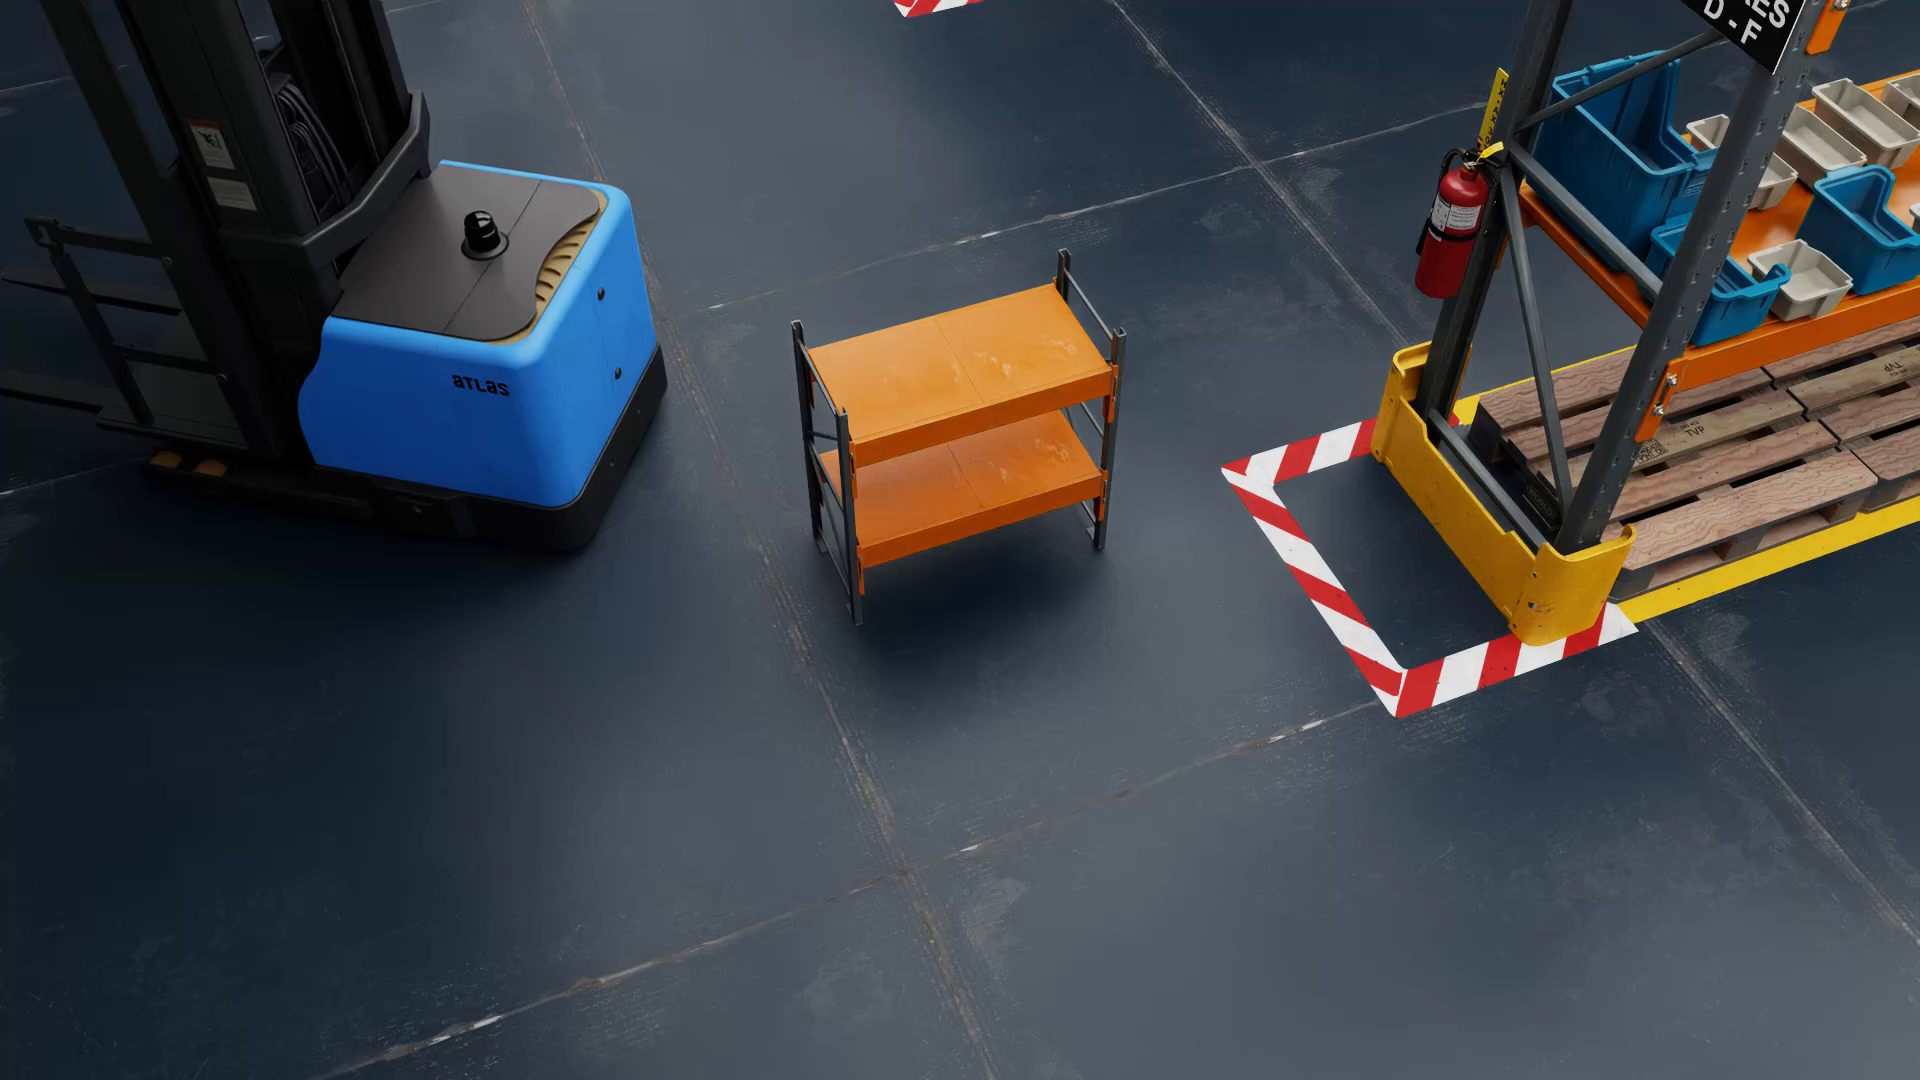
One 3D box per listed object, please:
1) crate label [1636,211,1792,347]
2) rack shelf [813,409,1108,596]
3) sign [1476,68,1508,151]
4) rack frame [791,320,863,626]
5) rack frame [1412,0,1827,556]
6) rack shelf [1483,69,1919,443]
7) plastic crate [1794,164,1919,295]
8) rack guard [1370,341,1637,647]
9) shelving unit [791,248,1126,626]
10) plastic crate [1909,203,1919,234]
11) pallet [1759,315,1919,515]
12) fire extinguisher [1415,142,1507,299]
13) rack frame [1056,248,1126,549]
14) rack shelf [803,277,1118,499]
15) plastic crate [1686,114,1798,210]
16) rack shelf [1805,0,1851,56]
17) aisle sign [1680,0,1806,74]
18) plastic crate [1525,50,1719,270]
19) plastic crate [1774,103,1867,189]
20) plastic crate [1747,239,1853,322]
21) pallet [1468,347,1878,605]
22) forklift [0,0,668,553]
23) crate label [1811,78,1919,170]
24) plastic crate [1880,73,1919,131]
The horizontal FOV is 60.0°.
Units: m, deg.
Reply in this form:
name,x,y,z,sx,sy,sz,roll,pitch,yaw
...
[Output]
name,x,y,z,sx,sy,sz,roll,pitch,yaw
crate label,2.435,-0.842,5.408,0.303,0.233,0.416,-17,52,-14
rack shelf,-0.006,-0.205,6.348,1.000,0.278,0.538,-17,52,-14
sign,1.859,-1.473,5.771,0.005,0.325,0.100,-17,52,-14
rack frame,-0.477,-0.219,6.037,0.032,1.125,0.500,-17,52,-14
rack frame,2.082,-1.038,5.505,0.127,3.000,1.000,-17,52,-14
rack shelf,3.933,-1.377,6.270,4.000,0.370,1.077,-17,52,-14
plastic crate,3.044,-1.031,5.570,0.300,0.233,0.416,-17,52,-14
rack guard,2.064,-0.207,6.439,0.348,0.500,1.175,-17,52,-14
shelving unit,-0.006,-0.365,6.162,1.048,1.125,0.538,-17,52,-14
plastic crate,3.391,-1.039,5.640,0.298,0.136,0.250,-17,52,-14
pallet,3.987,-0.686,7.040,1.213,0.211,1.003,-17,52,-14
fire extinguisher,1.770,-1.167,5.912,0.183,0.674,0.296,-17,52,-14
rack frame,0.464,-0.510,6.288,0.032,1.125,0.500,-17,52,-14
rack shelf,-0.006,-0.555,5.940,1.000,0.278,0.538,-17,52,-14
plastic crate,2.768,-1.332,5.892,0.243,0.136,0.396,-17,52,-14
rack shelf,3.933,-2.354,5.132,4.000,0.370,1.077,-17,52,-14
aisle sign,2.127,-1.655,4.322,0.004,0.787,0.394,-17,52,-14
plastic crate,2.321,-1.296,5.664,0.499,0.435,0.616,-17,52,-14
plastic crate,3.042,-1.405,5.955,0.243,0.136,0.396,-17,52,-14
plastic crate,2.763,-0.845,5.473,0.298,0.136,0.250,-17,52,-14
pallet,2.860,-0.338,6.742,1.213,0.211,1.003,-17,52,-14
forklift,-2.814,-1.503,5.949,3.031,2.935,1.130,10,50,9
crate label,3.290,-1.502,6.038,0.243,0.136,0.396,-17,52,-14
plastic crate,3.558,-1.600,6.122,0.250,0.136,0.298,-17,52,-14
